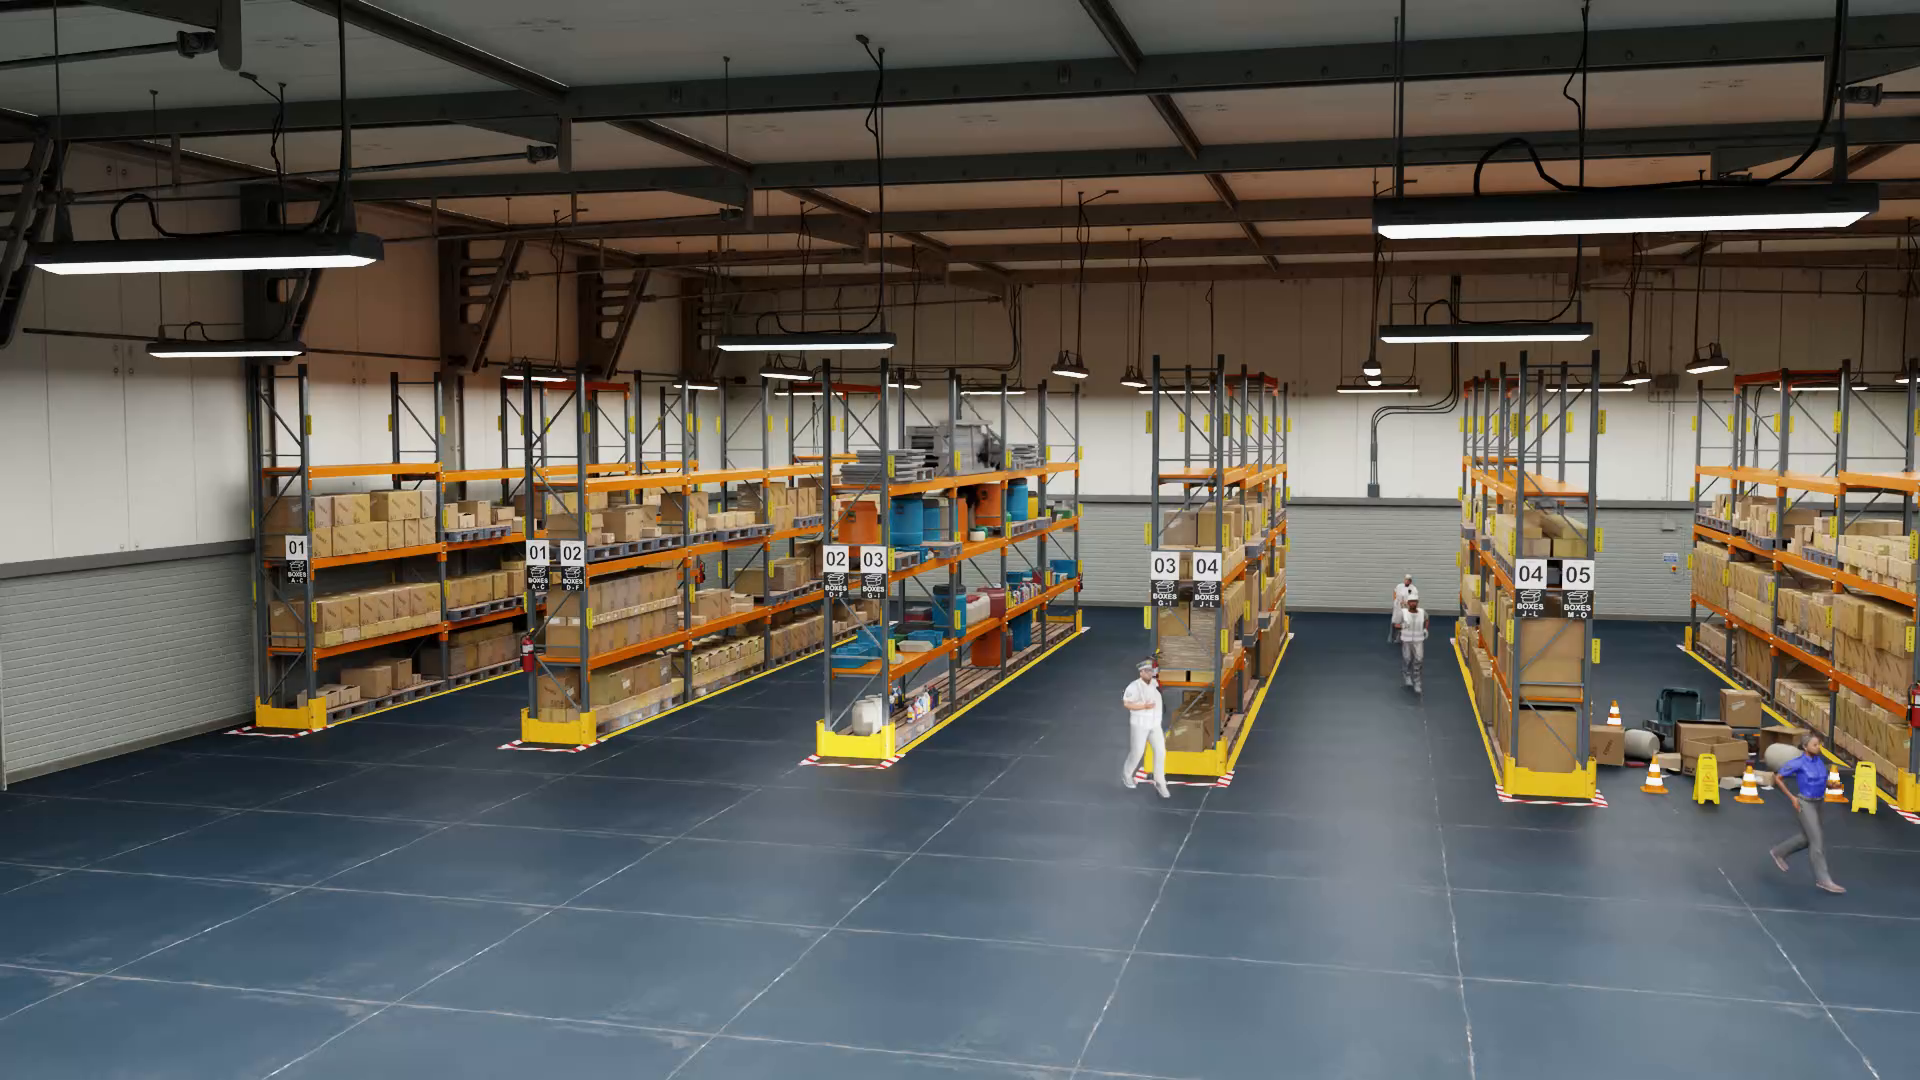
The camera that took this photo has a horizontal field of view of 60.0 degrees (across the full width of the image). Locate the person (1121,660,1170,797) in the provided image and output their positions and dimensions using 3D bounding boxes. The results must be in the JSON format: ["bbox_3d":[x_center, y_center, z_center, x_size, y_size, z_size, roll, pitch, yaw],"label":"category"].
[{"bbox_3d":[2.515,2.545,22.668,0.658,1.842,0.814,-2,4,-26],"label":"person"}]

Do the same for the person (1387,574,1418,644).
[{"bbox_3d":[10.091,1.573,37.898,0.668,1.605,0.630,2,4,22],"label":"person"}]

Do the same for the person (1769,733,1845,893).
[{"bbox_3d":[9.191,2.920,18.035,0.579,1.624,0.941,-2,5,-30],"label":"person"}]

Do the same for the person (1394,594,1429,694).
[{"bbox_3d":[8.517,1.930,31.377,0.652,1.823,0.863,1,4,11],"label":"person"}]
